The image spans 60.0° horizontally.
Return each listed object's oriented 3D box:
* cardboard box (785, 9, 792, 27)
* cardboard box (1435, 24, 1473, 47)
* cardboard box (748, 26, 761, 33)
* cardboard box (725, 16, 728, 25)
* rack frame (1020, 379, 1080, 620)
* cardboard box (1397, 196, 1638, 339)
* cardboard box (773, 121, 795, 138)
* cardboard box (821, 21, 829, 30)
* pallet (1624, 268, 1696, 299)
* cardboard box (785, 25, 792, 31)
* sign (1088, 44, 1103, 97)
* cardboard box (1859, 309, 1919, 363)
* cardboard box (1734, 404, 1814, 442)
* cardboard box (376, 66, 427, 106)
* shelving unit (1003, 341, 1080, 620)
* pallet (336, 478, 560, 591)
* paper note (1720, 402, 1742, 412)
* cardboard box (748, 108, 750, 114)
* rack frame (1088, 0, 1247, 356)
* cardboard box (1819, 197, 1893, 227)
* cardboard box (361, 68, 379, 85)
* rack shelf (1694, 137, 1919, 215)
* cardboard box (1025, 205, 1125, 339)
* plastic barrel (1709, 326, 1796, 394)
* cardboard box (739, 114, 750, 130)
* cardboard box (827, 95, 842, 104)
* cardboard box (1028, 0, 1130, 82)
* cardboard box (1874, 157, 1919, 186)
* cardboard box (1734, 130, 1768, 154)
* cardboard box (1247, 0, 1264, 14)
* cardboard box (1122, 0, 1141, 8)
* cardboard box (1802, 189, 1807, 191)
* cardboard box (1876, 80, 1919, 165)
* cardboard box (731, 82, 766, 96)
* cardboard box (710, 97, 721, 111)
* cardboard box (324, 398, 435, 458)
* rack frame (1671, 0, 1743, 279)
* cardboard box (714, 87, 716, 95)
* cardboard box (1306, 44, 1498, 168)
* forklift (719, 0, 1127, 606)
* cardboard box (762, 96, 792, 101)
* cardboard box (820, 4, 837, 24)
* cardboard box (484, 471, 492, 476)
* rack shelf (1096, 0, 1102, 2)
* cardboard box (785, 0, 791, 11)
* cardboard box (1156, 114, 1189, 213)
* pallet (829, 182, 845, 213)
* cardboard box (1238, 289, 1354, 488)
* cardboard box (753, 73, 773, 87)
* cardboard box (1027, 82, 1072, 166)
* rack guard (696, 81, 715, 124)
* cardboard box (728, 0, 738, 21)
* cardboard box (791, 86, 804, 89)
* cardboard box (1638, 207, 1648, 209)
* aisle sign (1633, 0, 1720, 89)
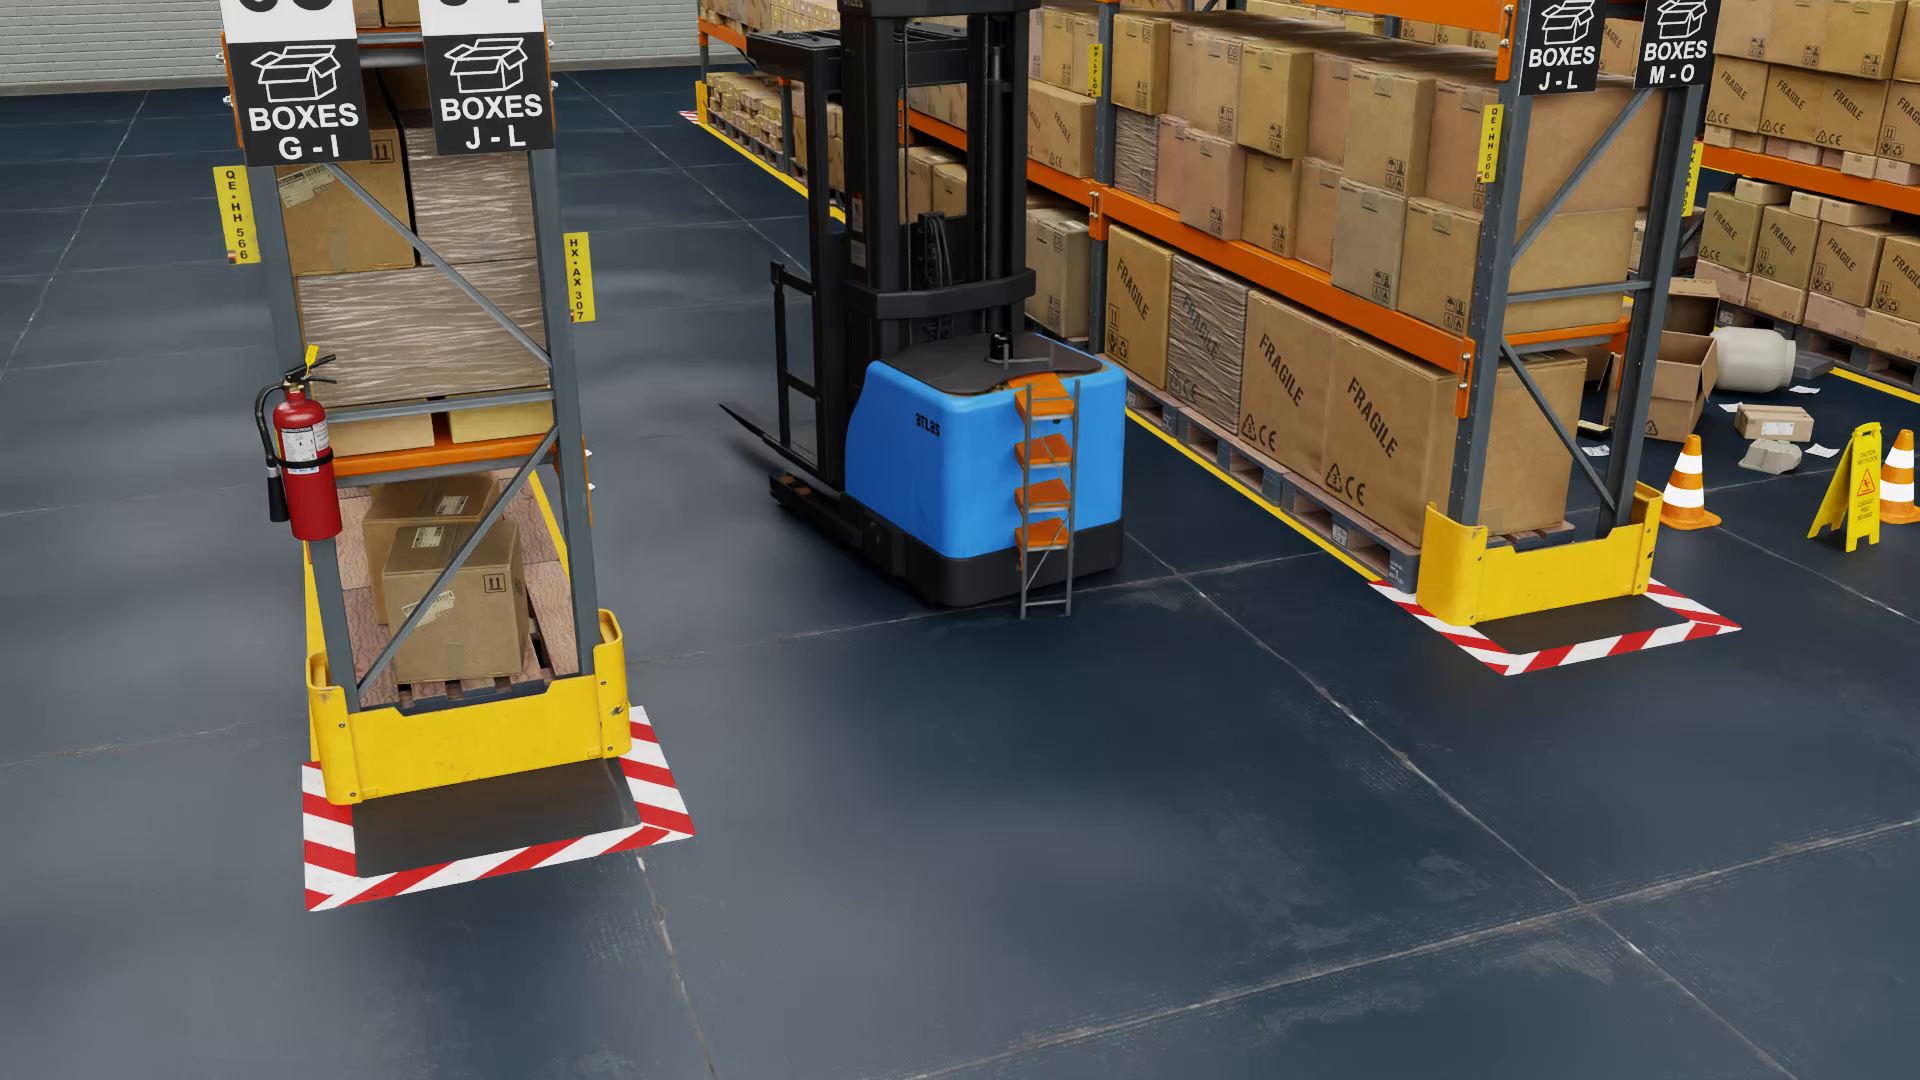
[{"bbox_3d":[-1.564,-5.302,16.867,0.380,0.149,0.250,-8,24,-18],"label":"cardboard box"},{"bbox_3d":[4.684,-4.737,15.074,0.500,0.500,0.500,-7,24,-16],"label":"cardboard box"},{"bbox_3d":[-2.201,-5.813,19.002,0.380,0.149,0.250,-9,25,-21],"label":"cardboard box"},{"bbox_3d":[-2.669,-6.389,20.369,0.380,0.149,0.250,-7,24,-17],"label":"cardboard box"},{"bbox_3d":[0.409,-0.165,7.610,0.240,1.200,0.015,-5,28,-10],"label":"rack frame"},{"bbox_3d":[2.608,-1.319,7.823,0.875,0.550,0.550,-8,24,-19],"label":"cardboard box"},{"bbox_3d":[-1.866,-4.569,18.475,0.380,0.149,0.250,-8,24,-18],"label":"cardboard box"},{"bbox_3d":[-1.103,-4.828,15.743,0.380,0.149,0.250,-8,24,-18],"label":"cardboard box"},{"bbox_3d":[5.687,-2.288,13.907,1.003,0.211,1.213,-8,24,-19],"label":"pallet"},{"bbox_3d":[-1.561,-5.161,16.916,0.380,0.149,0.250,-8,24,-19],"label":"cardboard box"},{"bbox_3d":[0.864,-2.993,10.601,0.100,0.325,0.005,-8,24,-19],"label":"sign"},{"bbox_3d":[6.474,-1.399,11.206,0.500,0.250,0.500,-9,25,-21],"label":"cardboard box"},{"bbox_3d":[5.024,-0.722,10.271,0.380,0.149,0.250,4,23,9],"label":"cardboard box"},{"bbox_3d":[-2.364,-1.903,7.604,0.500,0.500,0.500,-8,24,-19],"label":"cardboard box"},{"bbox_3d":[0.364,-0.275,7.823,0.258,1.200,0.503,-5,28,-10],"label":"shelving unit"},{"bbox_3d":[-2.602,0.038,8.389,1.003,0.211,1.213,-8,24,-19],"label":"pallet"},{"bbox_3d":[5.021,-0.863,10.773,0.148,0.019,0.142,0,23,-1],"label":"paper note"},{"bbox_3d":[-2.320,-5.158,19.872,0.380,0.149,0.250,-7,24,-16],"label":"cardboard box"},{"bbox_3d":[1.369,-2.574,10.996,1.000,3.000,0.127,-8,24,-19],"label":"rack frame"},{"bbox_3d":[6.189,-2.272,11.478,0.380,0.149,0.250,-7,24,-16],"label":"cardboard box"},{"bbox_3d":[-2.845,-1.833,7.437,0.500,0.500,0.500,-8,24,-19],"label":"cardboard box"},{"bbox_3d":[6.670,-2.232,11.110,1.077,0.370,4.000,-8,24,-19],"label":"rack shelf"},{"bbox_3d":[1.065,-1.944,11.857,1.050,0.750,0.750,-8,24,-19],"label":"cardboard box"},{"bbox_3d":[5.231,-1.192,11.034,0.512,0.421,0.421,8,24,18],"label":"plastic barrel"},{"bbox_3d":[-2.426,-5.020,19.928,0.380,0.149,0.250,-8,24,-19],"label":"cardboard box"},{"bbox_3d":[-1.253,-4.370,16.969,0.500,0.250,0.500,-8,24,-18],"label":"cardboard box"},{"bbox_3d":[0.826,-3.631,12.087,0.700,0.500,0.500,-8,24,-19],"label":"cardboard box"},{"bbox_3d":[6.333,-2.462,11.053,0.380,0.149,0.250,-8,24,-19],"label":"cardboard box"},{"bbox_3d":[5.913,-2.931,12.166,0.380,0.149,0.250,-8,24,-17],"label":"cardboard box"},{"bbox_3d":[3.393,-5.787,18.168,0.500,0.250,0.500,-8,24,-18],"label":"cardboard box"},{"bbox_3d":[2.356,-6.743,20.759,0.500,0.500,0.500,-9,24,-20],"label":"cardboard box"},{"bbox_3d":[6.424,-2.384,12.578,0.500,0.500,0.500,-9,24,-20],"label":"cardboard box"},{"bbox_3d":[6.420,-2.731,10.856,0.500,0.500,0.500,-8,24,-18],"label":"cardboard box"},{"bbox_3d":[-2.570,-5.478,20.249,0.380,0.149,0.250,-7,24,-17],"label":"cardboard box"},{"bbox_3d":[-2.985,-5.580,21.257,0.380,0.149,0.250,-8,24,-18],"label":"cardboard box"},{"bbox_3d":[-2.188,-0.437,6.247,0.380,0.149,0.250,-8,24,-19],"label":"cardboard box"},{"bbox_3d":[5.964,-3.290,12.694,1.000,3.000,0.127,-8,24,-19],"label":"rack frame"},{"bbox_3d":[-2.926,-5.726,21.220,0.380,0.149,0.250,-7,24,-17],"label":"cardboard box"},{"bbox_3d":[2.335,-2.237,8.612,0.875,0.550,0.550,-8,24,-19],"label":"cardboard box"},{"bbox_3d":[-0.393,-1.562,8.682,1.130,2.935,3.031,-14,26,-29],"label":"forklift"},{"bbox_3d":[-2.068,-5.011,19.140,0.380,0.149,0.250,-8,24,-17],"label":"cardboard box"},{"bbox_3d":[-1.101,-4.965,15.685,0.380,0.149,0.250,-7,24,-16],"label":"cardboard box"},{"bbox_3d":[-2.701,-0.399,8.513,0.500,0.500,0.500,-11,25,-24],"label":"cardboard box"},{"bbox_3d":[0.662,-4.352,12.277,1.077,0.370,4.000,-8,24,-19],"label":"rack shelf"},{"bbox_3d":[-1.556,-5.433,16.795,0.380,0.149,0.250,-8,24,-19],"label":"cardboard box"},{"bbox_3d":[1.725,-2.314,10.186,0.875,0.550,0.550,-8,24,-19],"label":"cardboard box"},{"bbox_3d":[-0.746,-3.469,16.710,1.003,0.211,1.213,-8,24,-19],"label":"pallet"},{"bbox_3d":[2.167,-0.892,9.200,0.875,0.875,0.875,-9,24,-20],"label":"cardboard box"},{"bbox_3d":[-2.412,-5.832,21.088,0.380,0.149,0.250,-8,24,-18],"label":"cardboard box"},{"bbox_3d":[0.756,-2.957,11.775,0.500,0.500,0.500,-9,24,-20],"label":"cardboard box"},{"bbox_3d":[-2.844,-5.755,21.761,1.175,0.500,0.348,-8,24,-19],"label":"rack guard"},{"bbox_3d":[-2.411,-6.362,19.470,0.500,0.500,0.500,-9,24,-20],"label":"cardboard box"},{"bbox_3d":[-1.914,-5.360,19.969,0.380,0.149,0.250,-8,24,-19],"label":"cardboard box"},{"bbox_3d":[5.519,-2.724,14.193,0.950,0.372,0.625,-7,24,-16],"label":"cardboard box"},{"bbox_3d":[3.087,-2.334,7.079,0.394,0.787,0.004,-8,24,-19],"label":"aisle sign"}]
